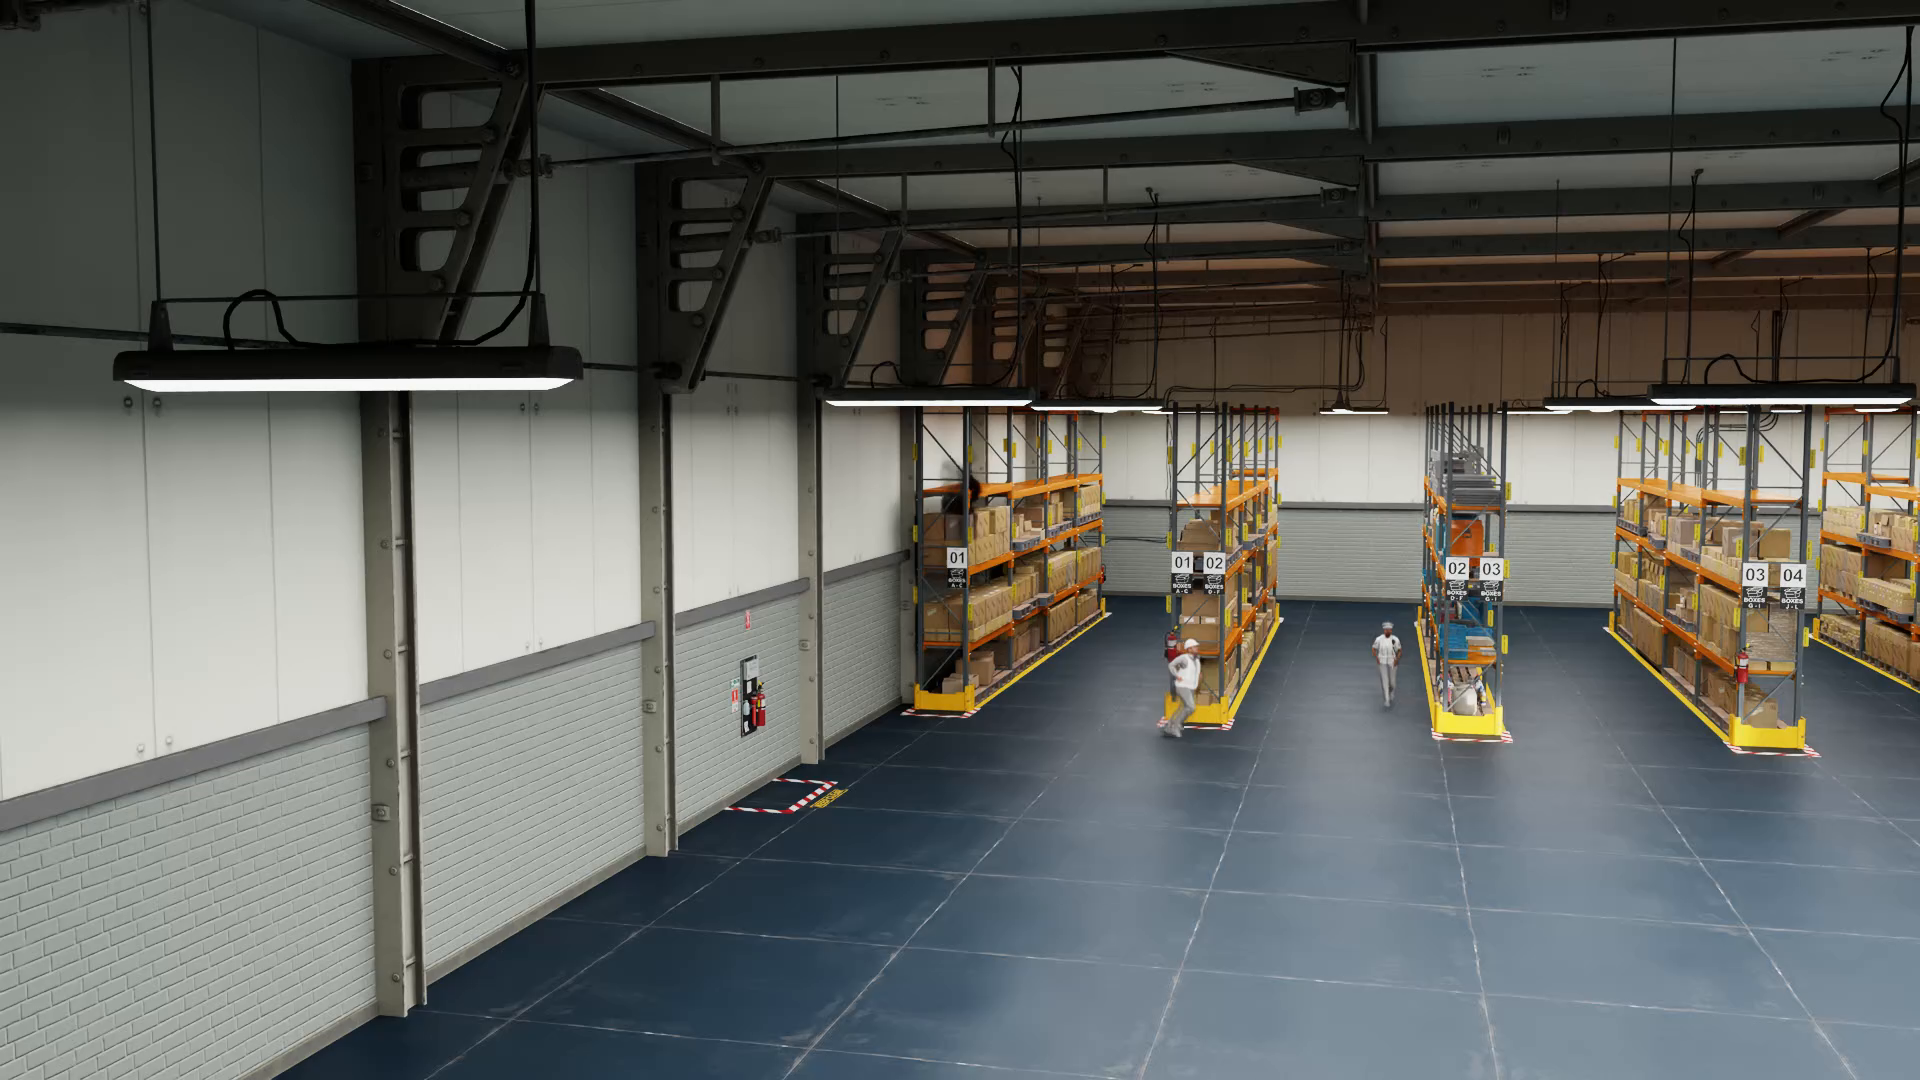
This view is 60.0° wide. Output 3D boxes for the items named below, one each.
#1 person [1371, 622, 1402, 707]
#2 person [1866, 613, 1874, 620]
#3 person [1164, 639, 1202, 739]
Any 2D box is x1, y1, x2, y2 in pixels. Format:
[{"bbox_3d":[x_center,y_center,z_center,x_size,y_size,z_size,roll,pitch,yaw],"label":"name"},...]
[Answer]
[{"bbox_3d":[8.477,2.450,33.054,0.587,1.672,0.601,1,4,12],"label":"person"},{"bbox_3d":[23.859,1.792,43.764,0.576,1.362,0.609,-2,5,-28],"label":"person"},{"bbox_3d":[4.049,2.650,29.834,0.664,1.745,0.706,4,6,41],"label":"person"}]
